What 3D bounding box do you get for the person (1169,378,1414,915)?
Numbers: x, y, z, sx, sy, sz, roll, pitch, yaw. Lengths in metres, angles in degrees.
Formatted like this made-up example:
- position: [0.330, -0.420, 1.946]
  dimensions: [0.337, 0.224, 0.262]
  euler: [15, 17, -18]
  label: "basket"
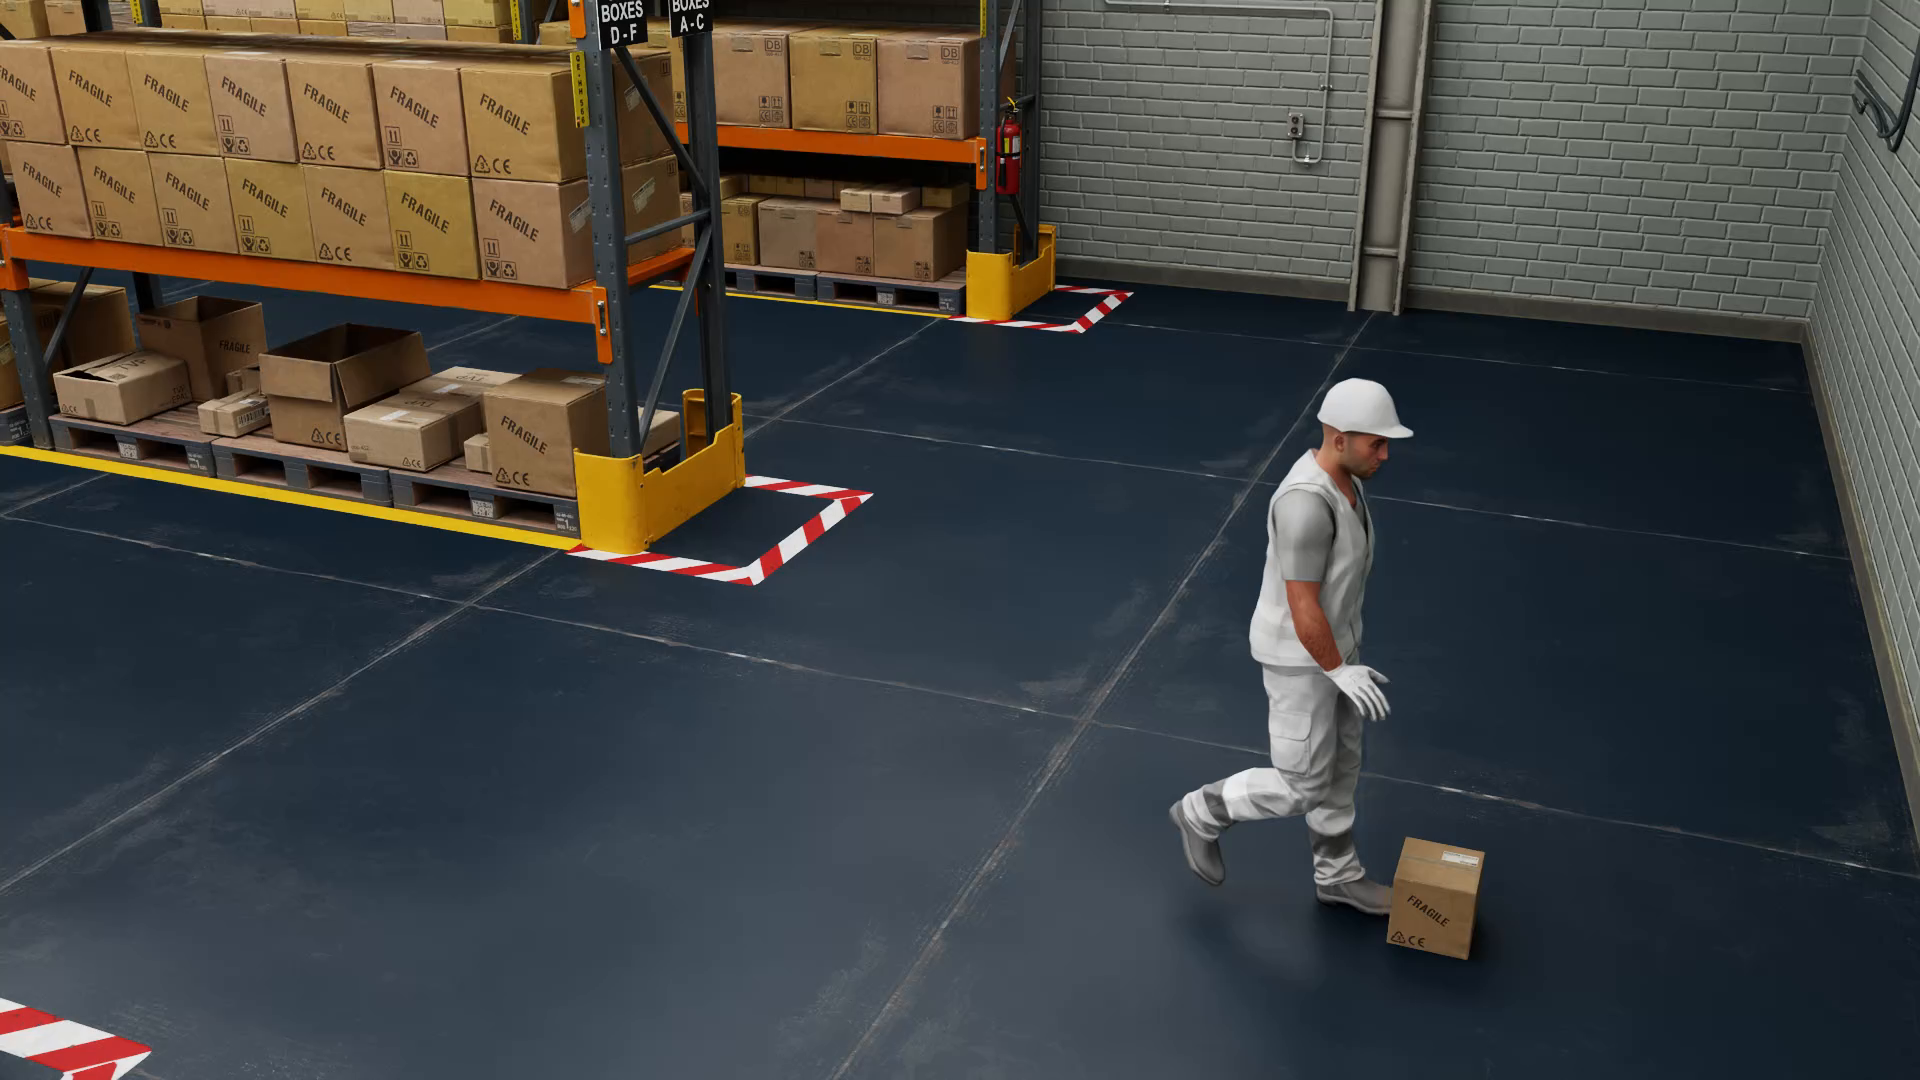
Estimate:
- position: [1.074, 0.357, 5.165]
  dimensions: [0.770, 1.779, 0.537]
  euler: [12, 25, 27]
  label: "person"
